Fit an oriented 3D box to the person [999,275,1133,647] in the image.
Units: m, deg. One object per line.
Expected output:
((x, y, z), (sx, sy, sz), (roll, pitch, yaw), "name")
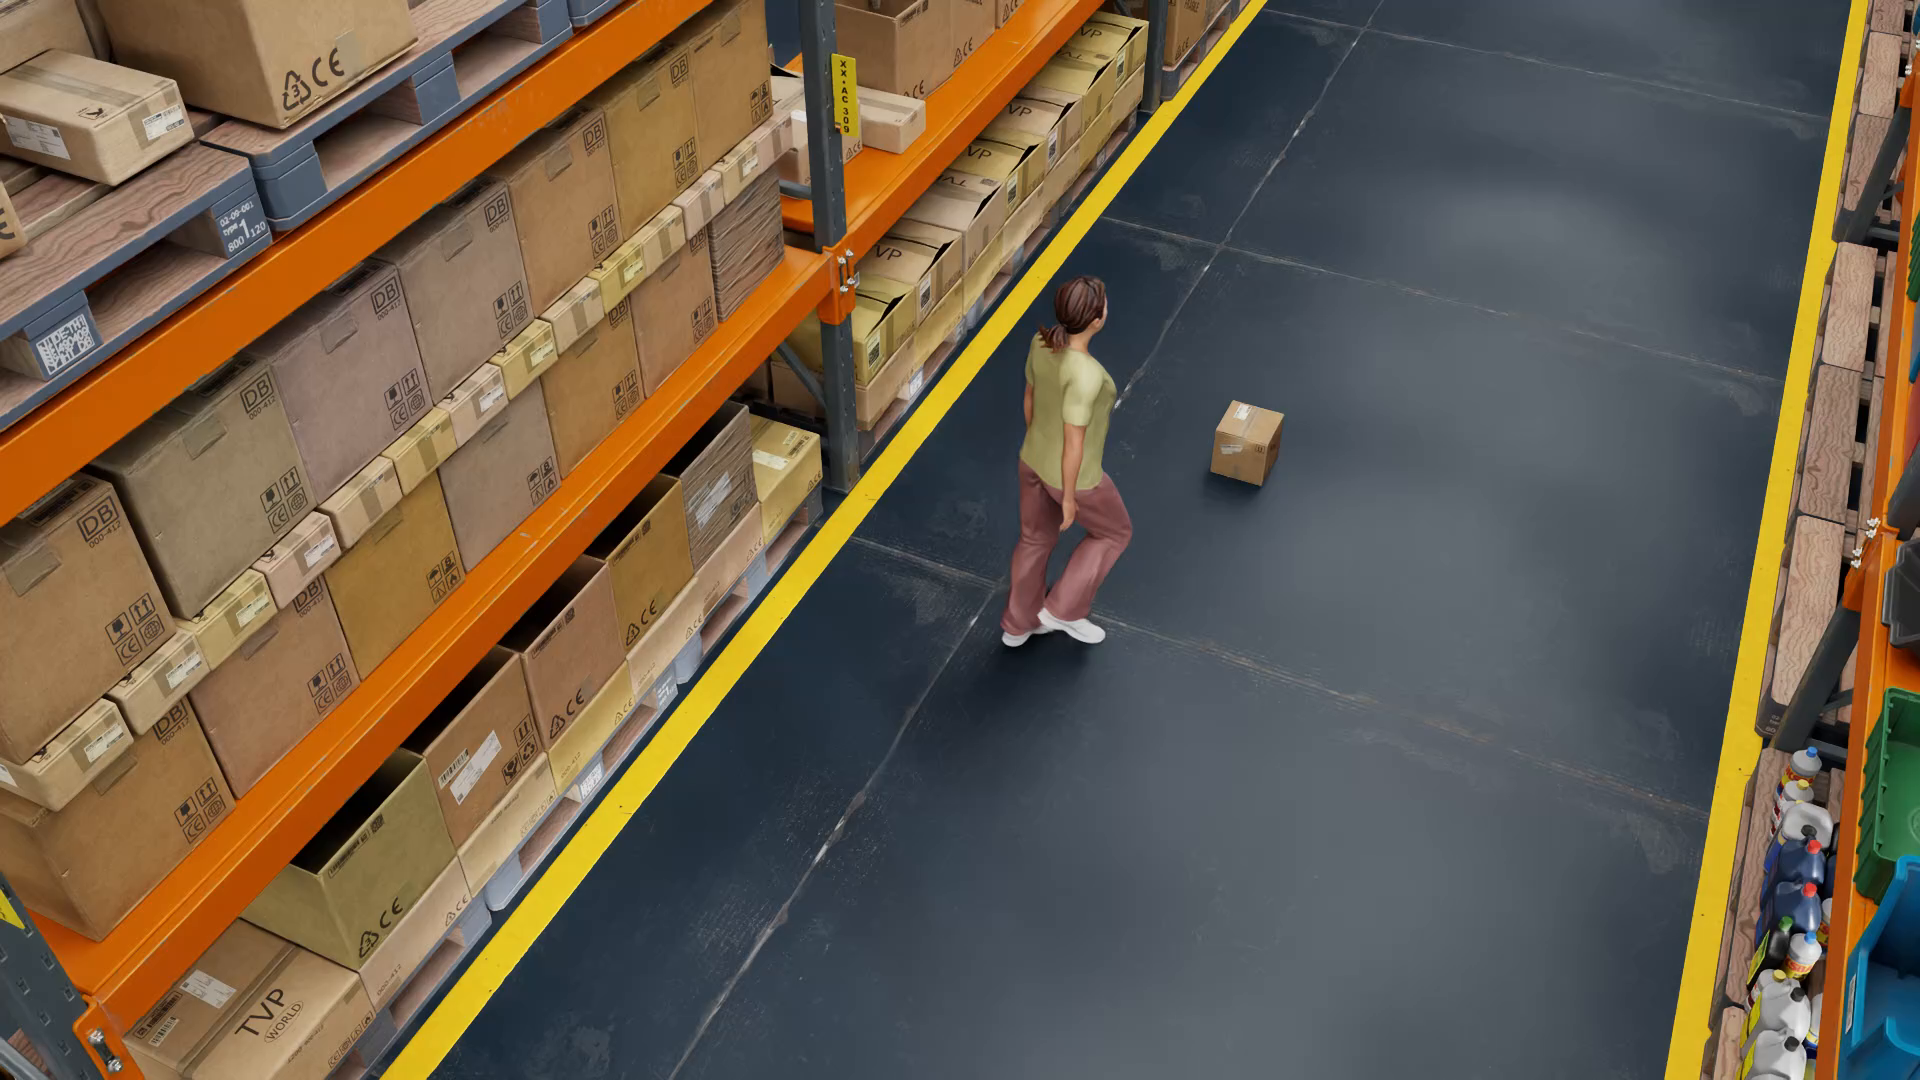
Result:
((0.383, -0.278, 6.446), (0.509, 1.651, 0.476), (-24, 47, -24), "person")
